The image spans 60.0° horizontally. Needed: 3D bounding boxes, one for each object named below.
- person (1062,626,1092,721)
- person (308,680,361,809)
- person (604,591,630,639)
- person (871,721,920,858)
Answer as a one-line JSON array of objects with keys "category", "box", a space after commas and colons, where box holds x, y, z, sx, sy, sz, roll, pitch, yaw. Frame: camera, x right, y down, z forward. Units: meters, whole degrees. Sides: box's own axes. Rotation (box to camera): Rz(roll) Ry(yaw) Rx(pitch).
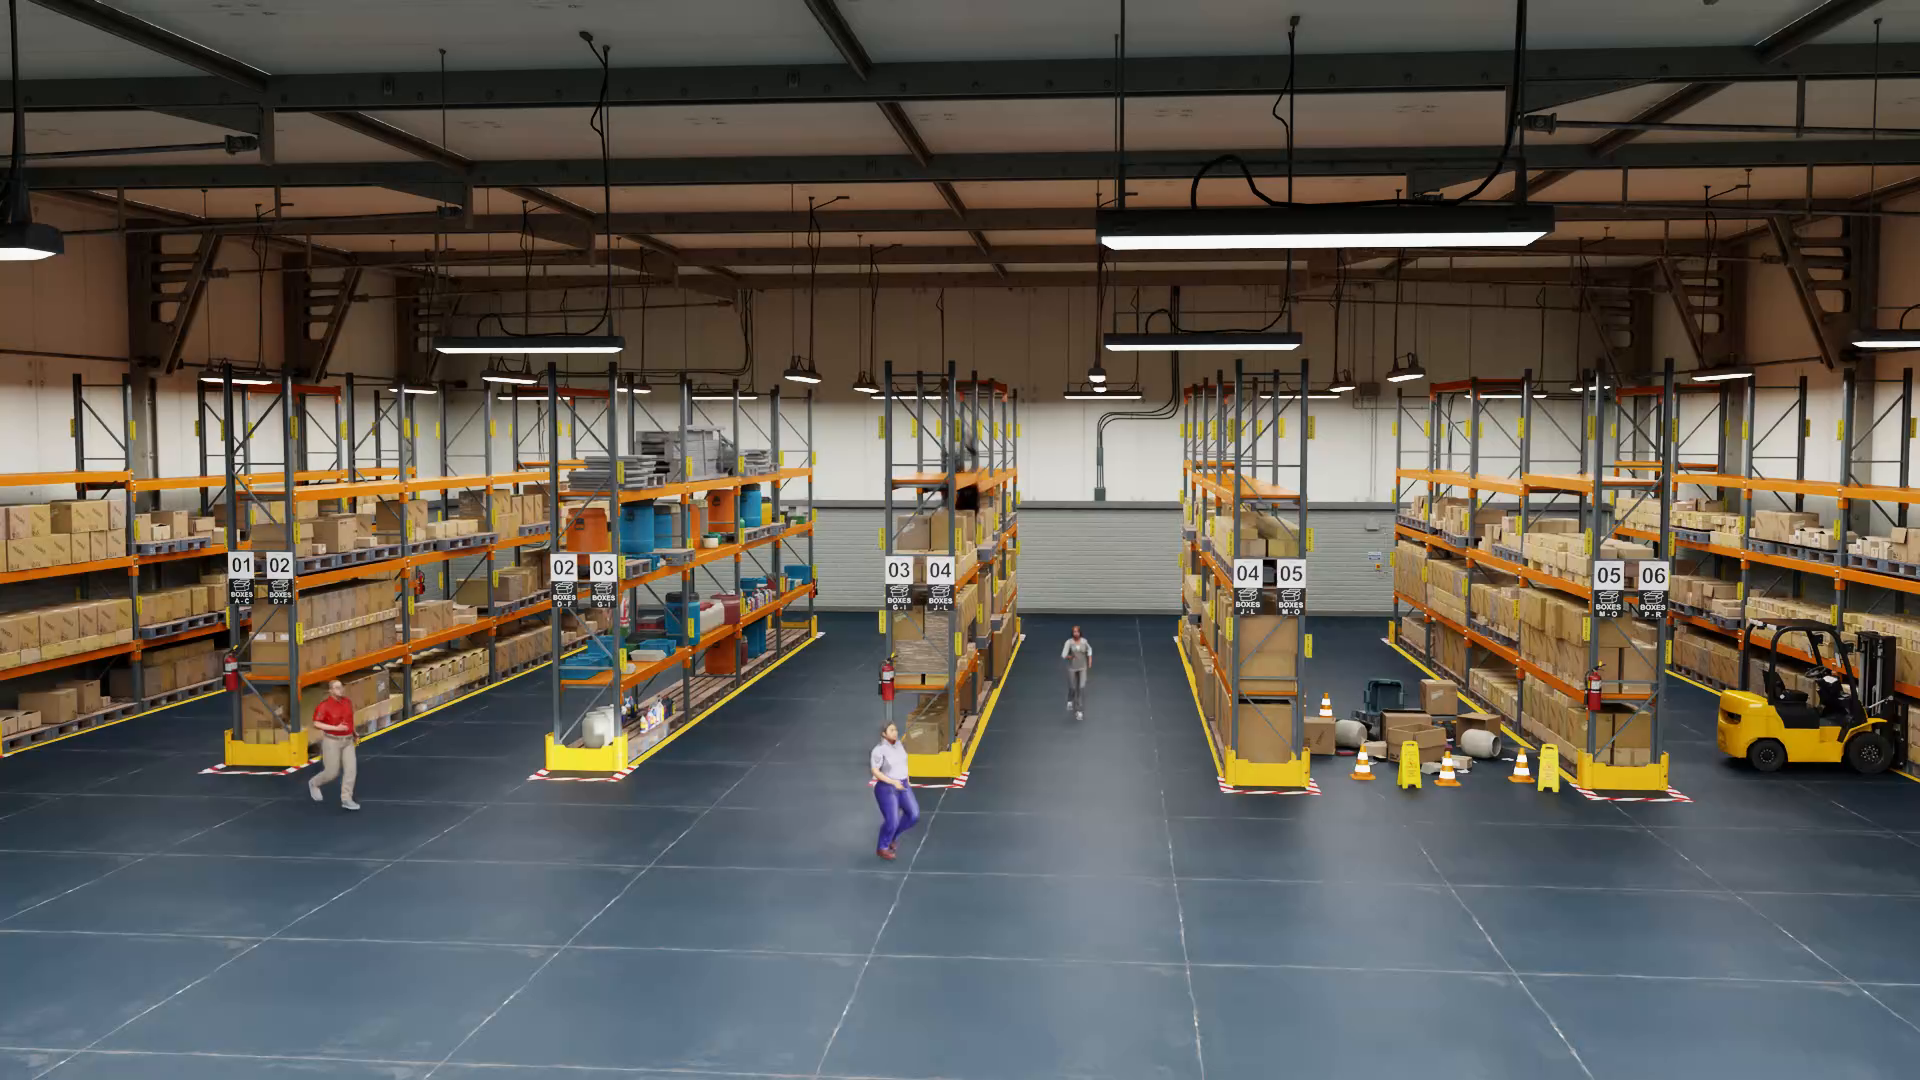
[{"category": "person", "box": [2.047, 2.292, 29.070, 0.553, 1.601, 0.857, 0, 4, -2]}, {"category": "person", "box": [-8.267, 2.695, 22.039, 0.857, 1.696, 0.675, 2, 4, 31]}, {"category": "person", "box": [-7.195, 1.825, 35.140, 0.655, 1.738, 0.674, 0, 4, -4]}, {"category": "person", "box": [-0.760, 2.922, 19.451, 0.528, 1.604, 0.617, 3, 5, 41]}]
